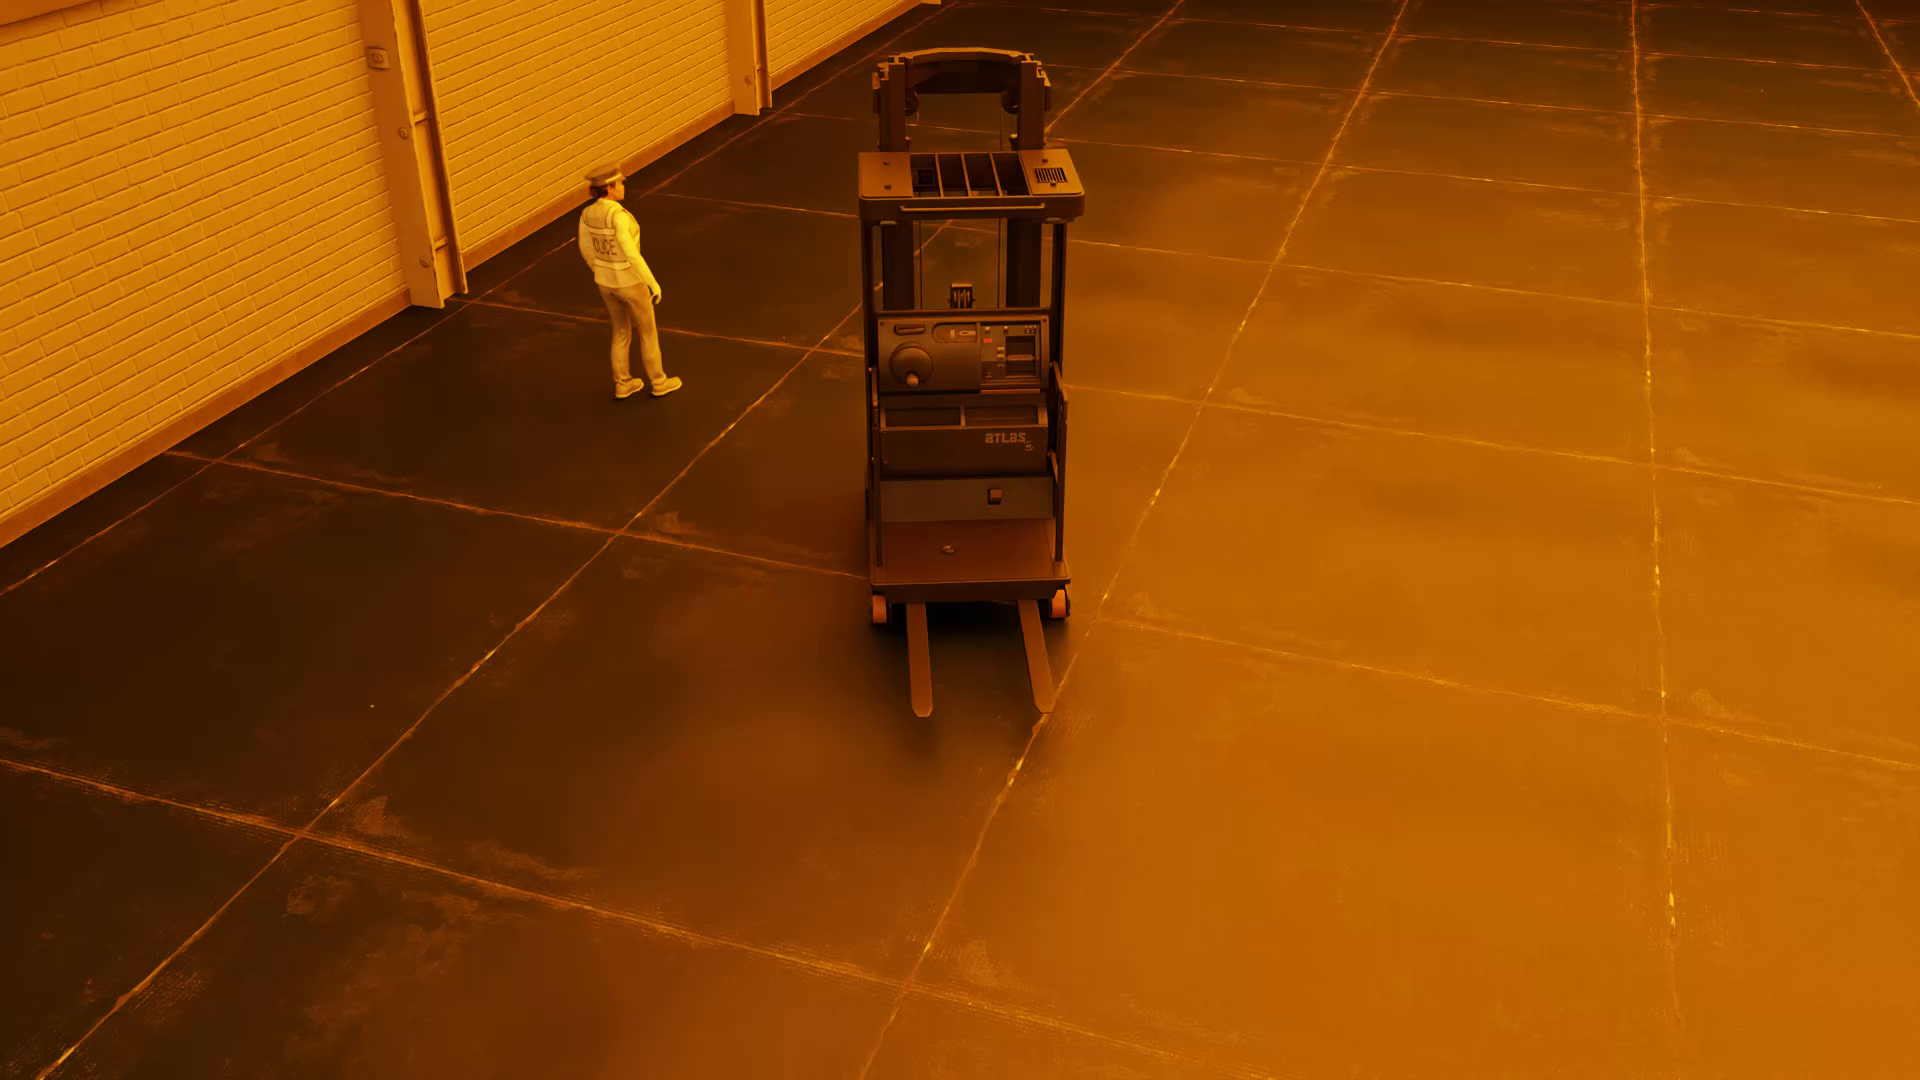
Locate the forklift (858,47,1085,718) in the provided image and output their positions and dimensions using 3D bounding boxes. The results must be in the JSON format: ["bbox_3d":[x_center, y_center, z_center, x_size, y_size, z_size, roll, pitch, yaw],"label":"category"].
[{"bbox_3d":[0.035,-0.972,8.842,1.130,2.935,3.031,-2,30,-3],"label":"forklift"}]

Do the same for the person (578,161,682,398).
[{"bbox_3d":[-2.299,-1.811,11.579,0.646,1.681,0.479,18,34,28],"label":"person"}]
